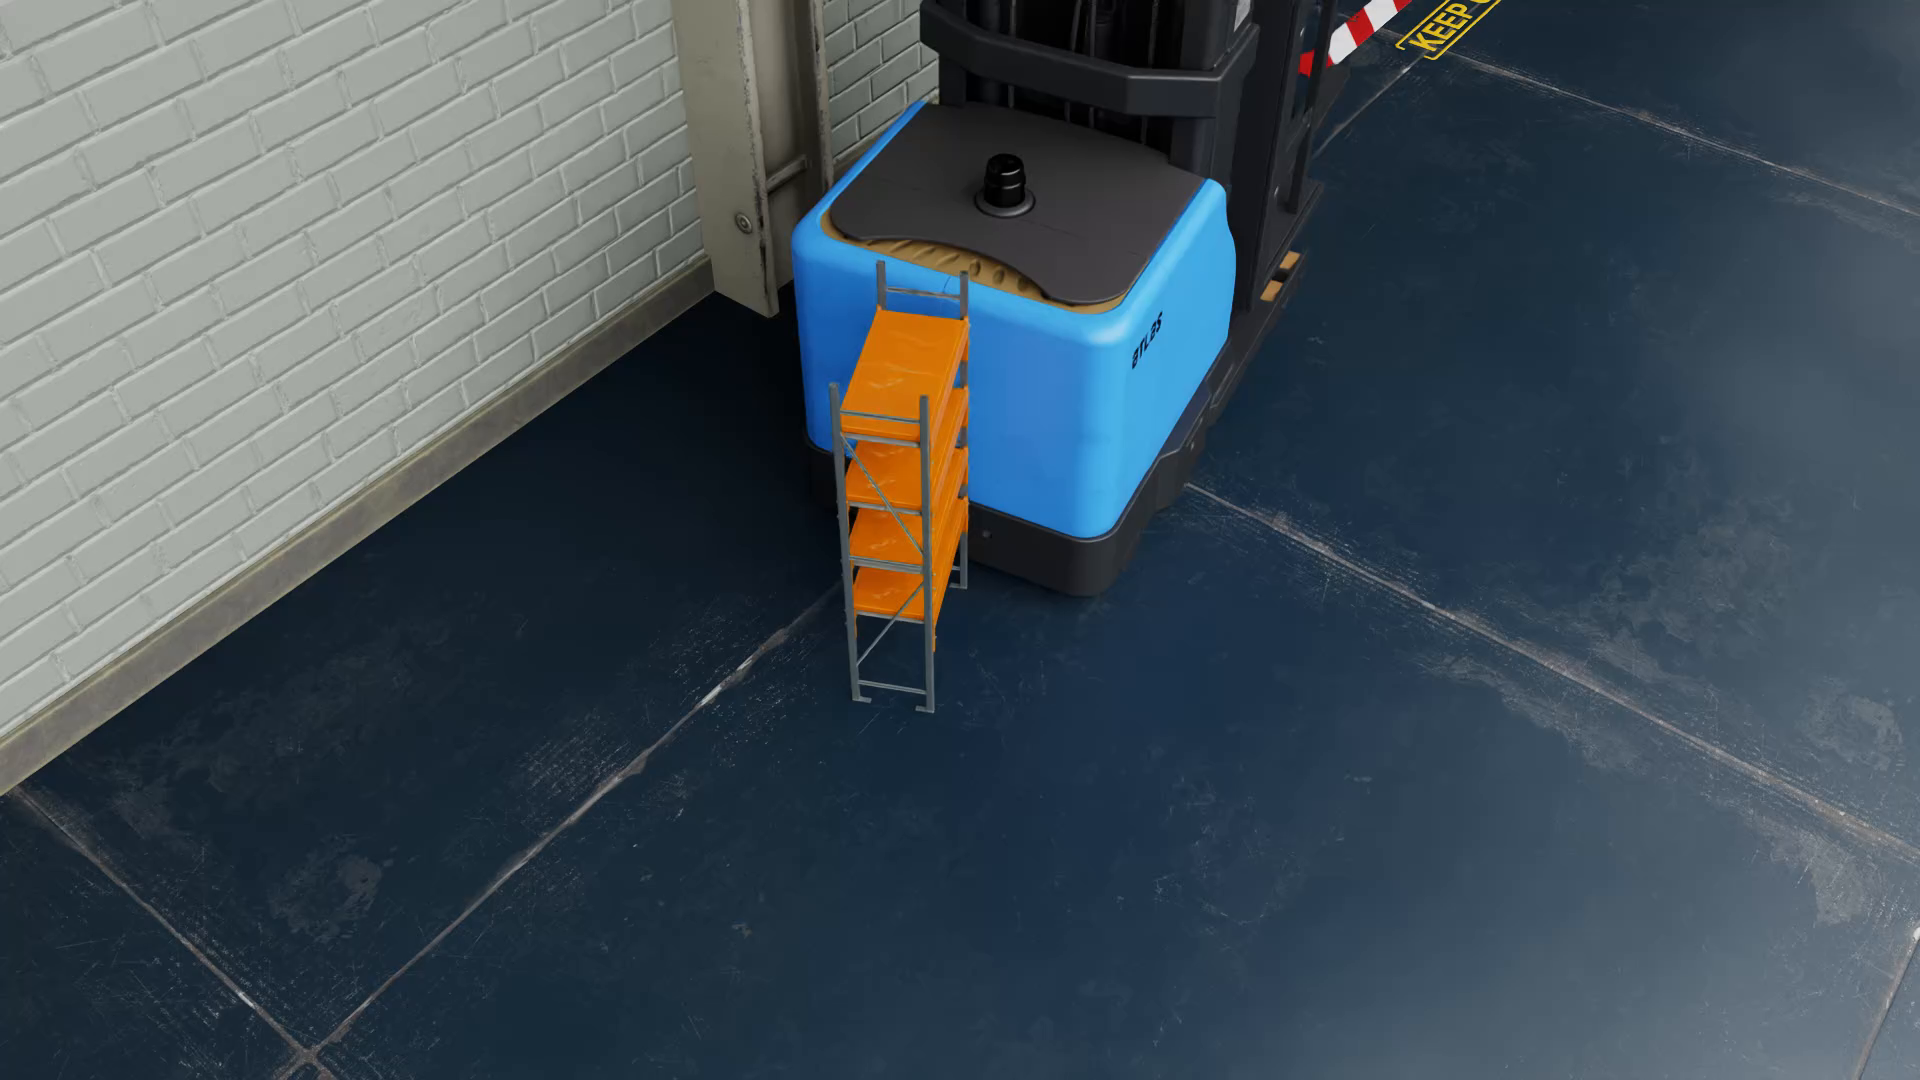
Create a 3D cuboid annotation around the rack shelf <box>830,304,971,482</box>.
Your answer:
[{"bbox_3d":[-0.144,-0.383,4.242,0.258,0.148,0.480,8,47,8],"label":"rack shelf"}]

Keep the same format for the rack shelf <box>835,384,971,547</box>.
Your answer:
[{"bbox_3d":[-0.144,-0.219,4.413,0.258,0.148,0.480,8,47,8],"label":"rack shelf"}]

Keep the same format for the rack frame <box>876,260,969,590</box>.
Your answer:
[{"bbox_3d":[-0.096,-0.284,4.692,0.240,1.200,0.015,8,47,8],"label":"rack frame"}]

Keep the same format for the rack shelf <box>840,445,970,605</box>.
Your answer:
[{"bbox_3d":[-0.144,-0.065,4.575,0.258,0.148,0.480,8,47,8],"label":"rack shelf"}]

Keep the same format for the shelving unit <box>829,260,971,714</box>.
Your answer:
[{"bbox_3d":[-0.144,-0.111,4.526,0.258,1.200,0.503,8,47,8],"label":"shelving unit"}]

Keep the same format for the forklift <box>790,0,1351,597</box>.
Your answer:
[{"bbox_3d":[0.619,-1.915,5.052,1.130,2.935,3.031,20,49,18],"label":"forklift"}]

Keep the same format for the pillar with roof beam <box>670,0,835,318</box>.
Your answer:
[{"bbox_3d":[2.718,-2.189,1.118,9.100,9.000,0.400,29,53,25],"label":"pillar with roof beam"}]

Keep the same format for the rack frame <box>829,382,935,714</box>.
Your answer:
[{"bbox_3d":[-0.192,0.062,4.361,0.240,1.200,0.015,8,47,8],"label":"rack frame"}]

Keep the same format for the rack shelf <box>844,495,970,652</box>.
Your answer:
[{"bbox_3d":[-0.144,0.073,4.719,0.258,0.148,0.480,8,47,8],"label":"rack shelf"}]
